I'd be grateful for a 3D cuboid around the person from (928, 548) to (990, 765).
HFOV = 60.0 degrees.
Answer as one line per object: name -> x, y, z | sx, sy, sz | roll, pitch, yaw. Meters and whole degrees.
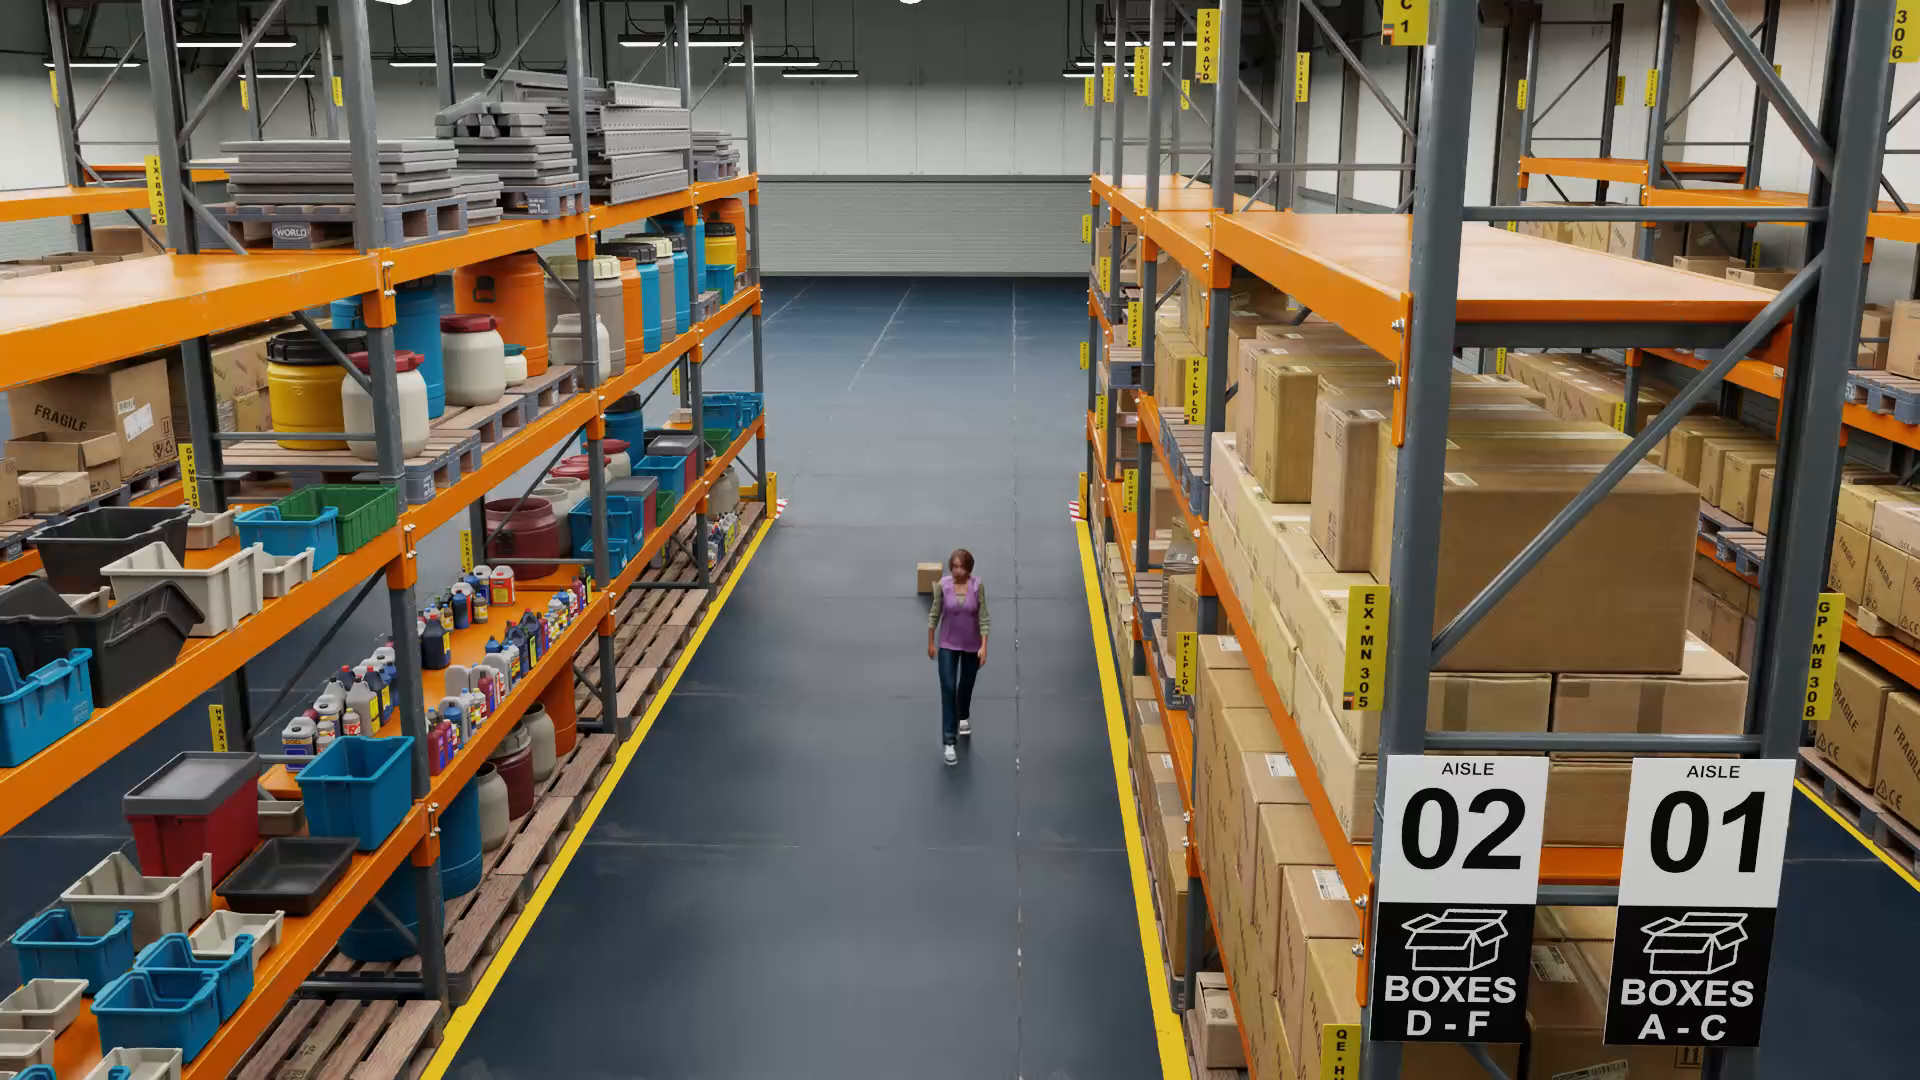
person -> -0.001, 0.848, 12.689 | 0.450, 1.526, 0.859 | -2, 14, -9
